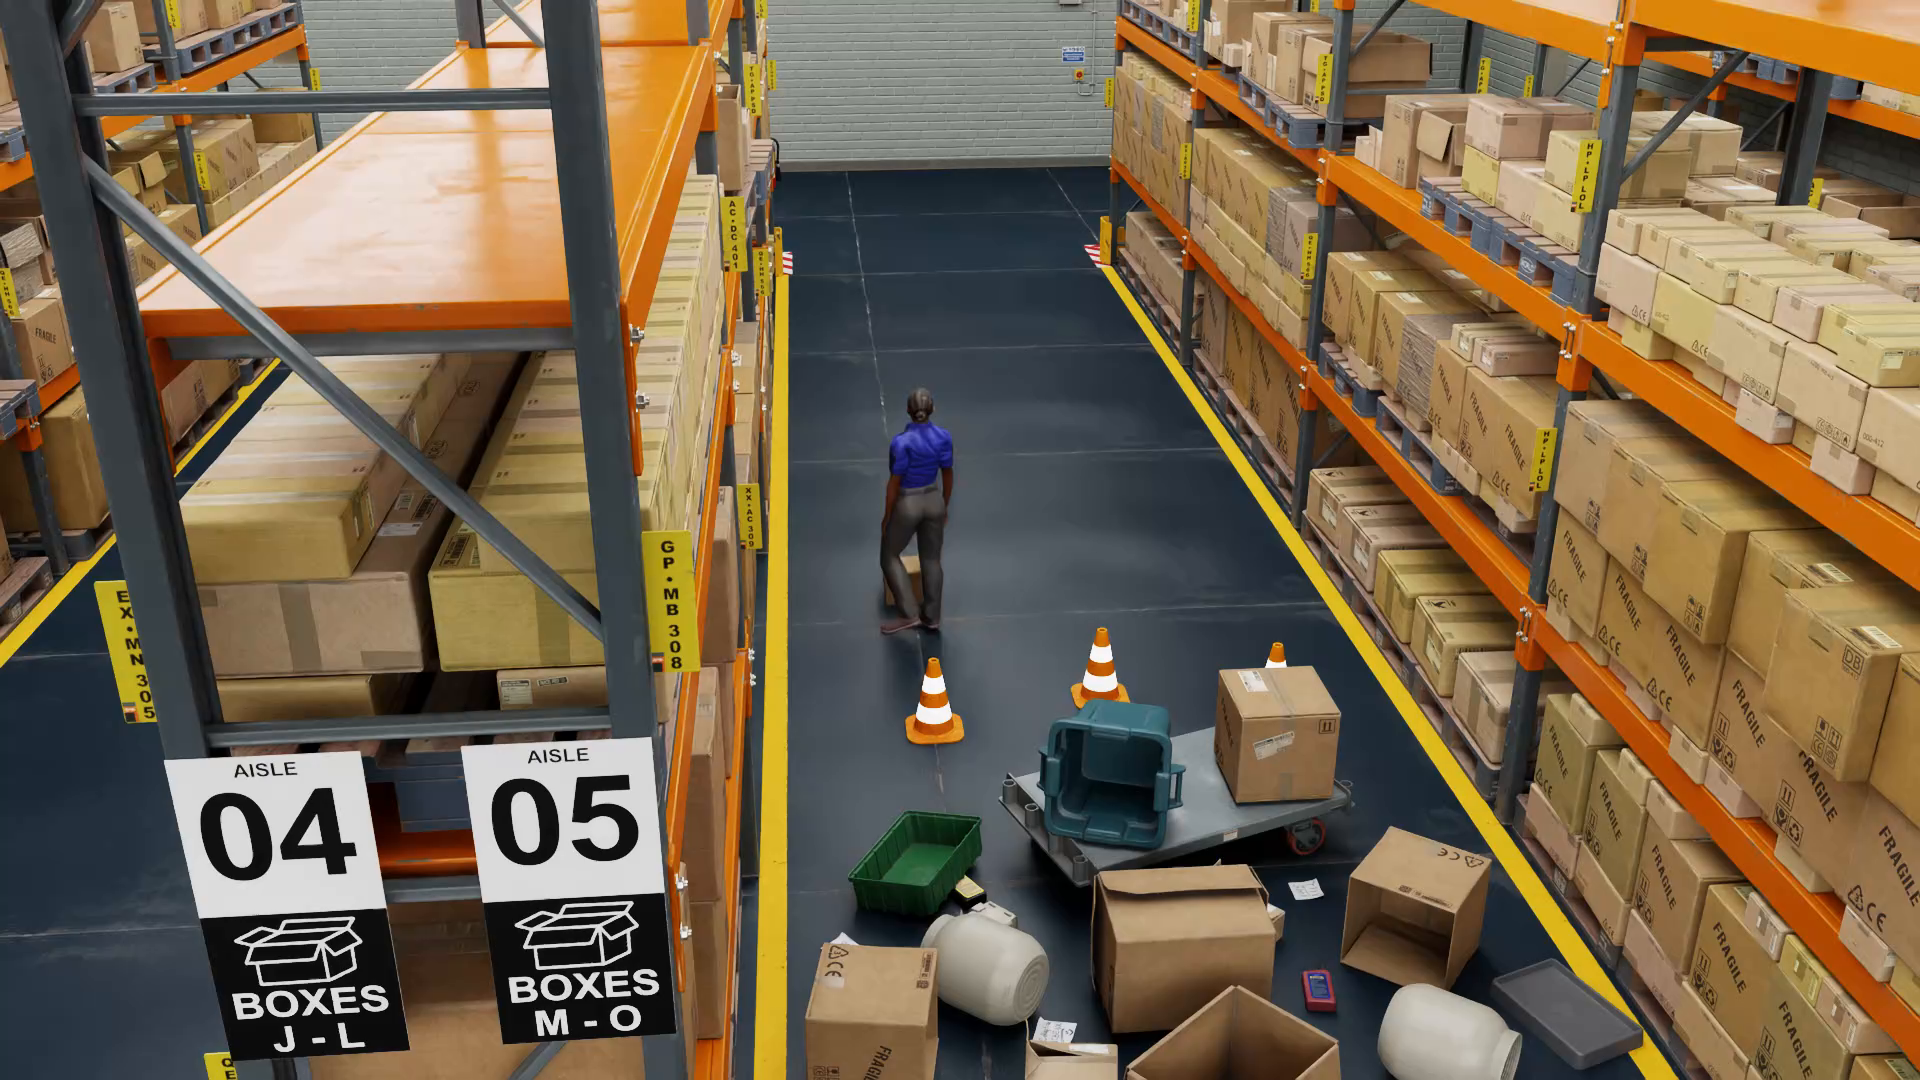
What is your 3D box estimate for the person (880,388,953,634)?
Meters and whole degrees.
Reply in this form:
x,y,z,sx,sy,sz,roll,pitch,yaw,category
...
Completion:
x,y,z,sx,sy,sz,roll,pitch,yaw,category
-0.286,-0.179,10.689,0.523,1.645,0.364,-13,27,-27,person
